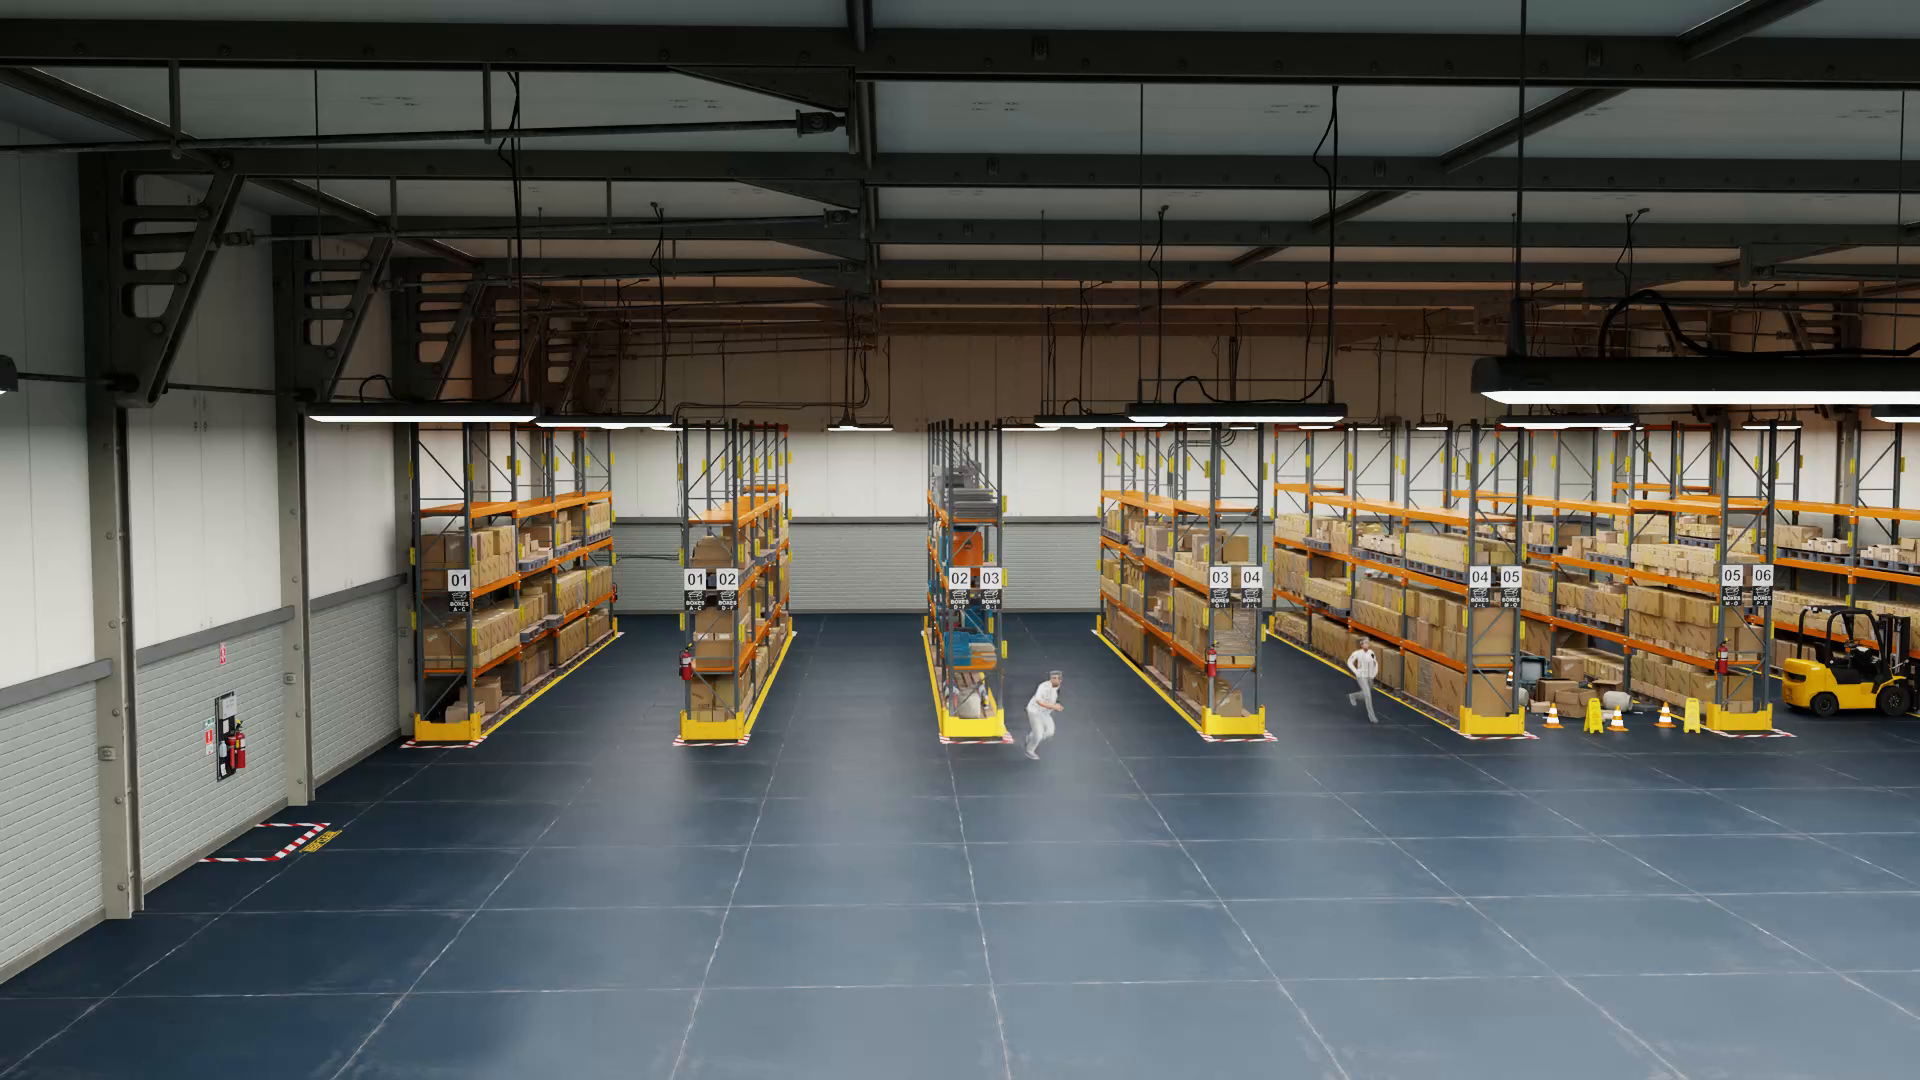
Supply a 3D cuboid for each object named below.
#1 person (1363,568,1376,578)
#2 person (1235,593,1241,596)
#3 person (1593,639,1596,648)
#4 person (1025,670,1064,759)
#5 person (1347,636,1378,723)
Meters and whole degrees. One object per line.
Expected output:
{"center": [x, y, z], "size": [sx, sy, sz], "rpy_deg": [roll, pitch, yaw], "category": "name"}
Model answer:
{"center": [12.320, 1.711, 49.237], "size": [1.117, 1.756, 0.701], "rpy_deg": [0, 4, 0], "category": "person"}
{"center": [7.937, 1.824, 48.605], "size": [0.570, 1.601, 0.690], "rpy_deg": [-2, 4, -23], "category": "person"}
{"center": [16.426, 2.140, 43.253], "size": [0.610, 1.604, 0.855], "rpy_deg": [0, 4, -4], "category": "person"}
{"center": [1.523, 3.064, 29.279], "size": [0.843, 1.593, 0.689], "rpy_deg": [3, 5, 36], "category": "person"}
{"center": [8.115, 2.770, 33.407], "size": [0.592, 1.694, 1.024], "rpy_deg": [-2, 4, -25], "category": "person"}
